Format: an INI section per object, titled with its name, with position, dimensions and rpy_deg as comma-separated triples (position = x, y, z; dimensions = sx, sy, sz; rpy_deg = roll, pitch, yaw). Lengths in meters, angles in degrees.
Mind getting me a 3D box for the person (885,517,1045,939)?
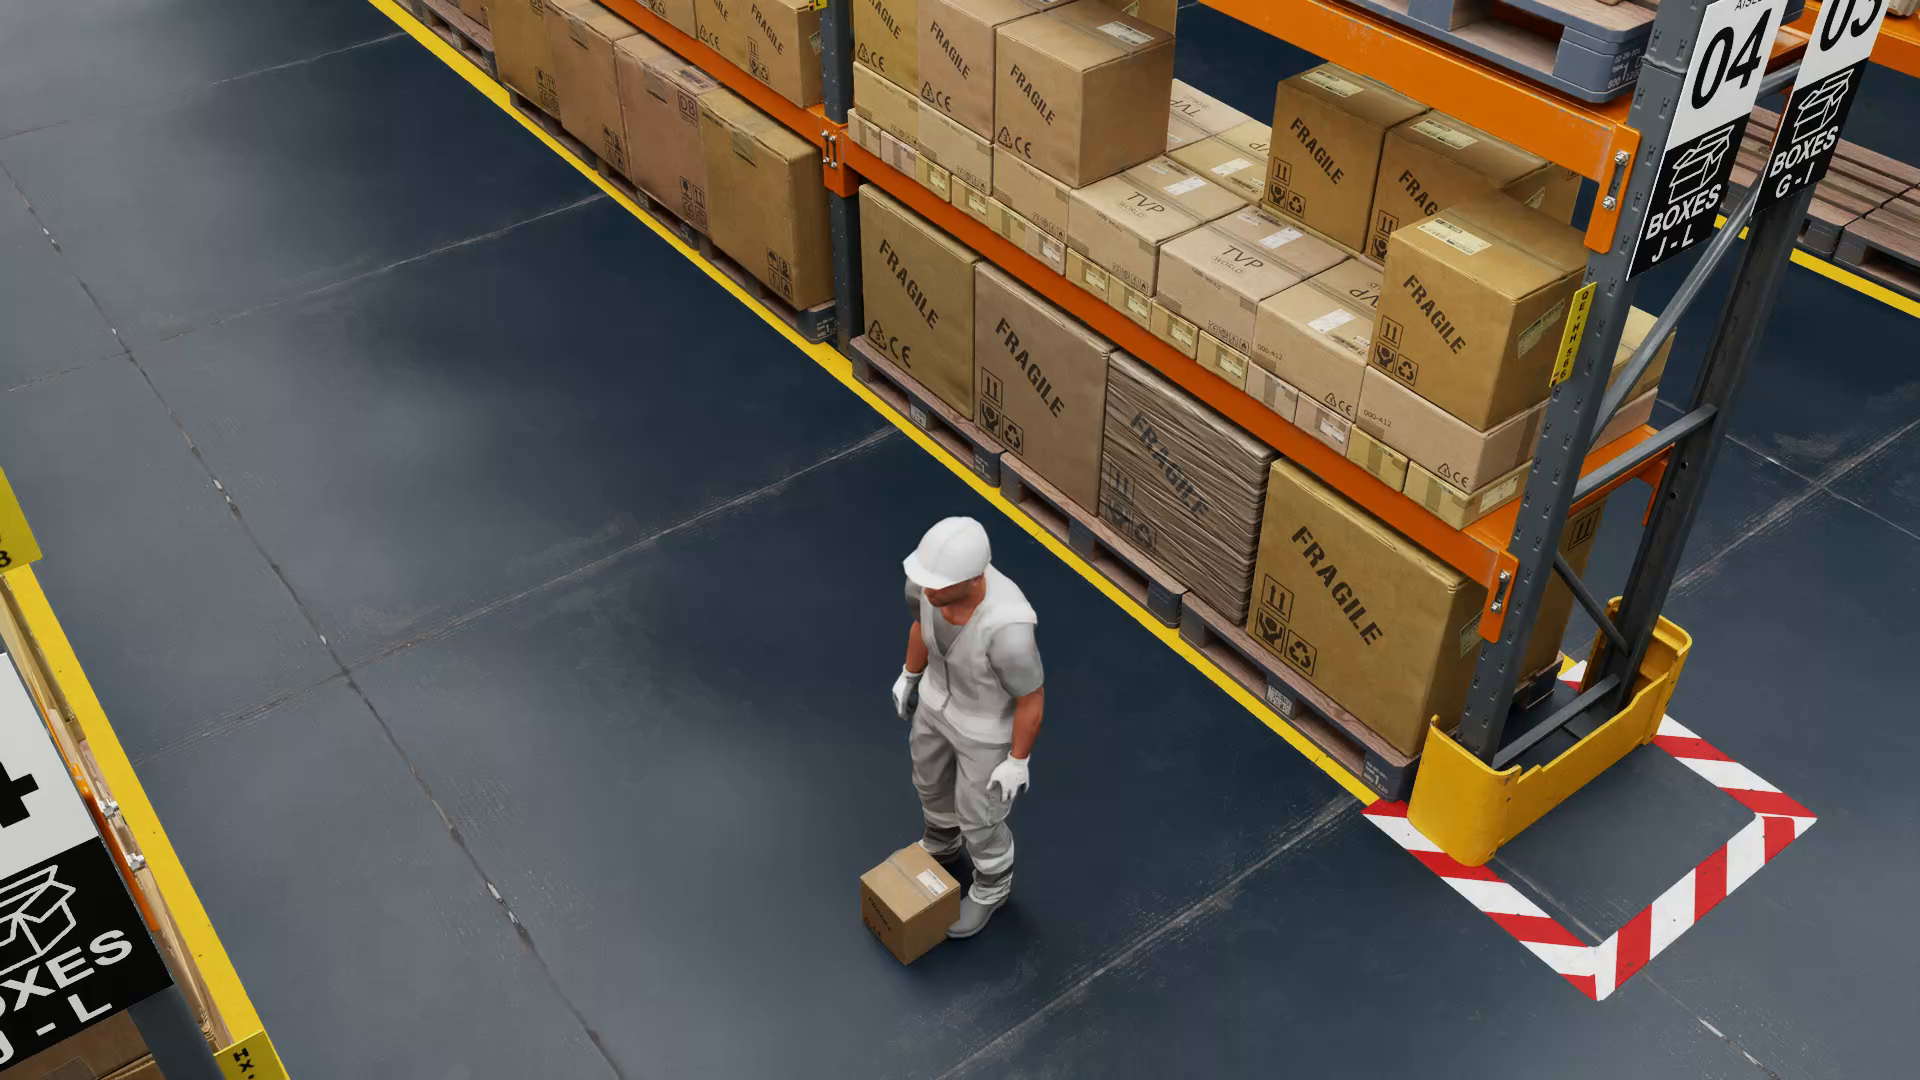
[person]
position = 0.008, 0.596, 5.434
dimensions = 0.452, 1.778, 0.613
rpy_deg = -29, 48, -30
